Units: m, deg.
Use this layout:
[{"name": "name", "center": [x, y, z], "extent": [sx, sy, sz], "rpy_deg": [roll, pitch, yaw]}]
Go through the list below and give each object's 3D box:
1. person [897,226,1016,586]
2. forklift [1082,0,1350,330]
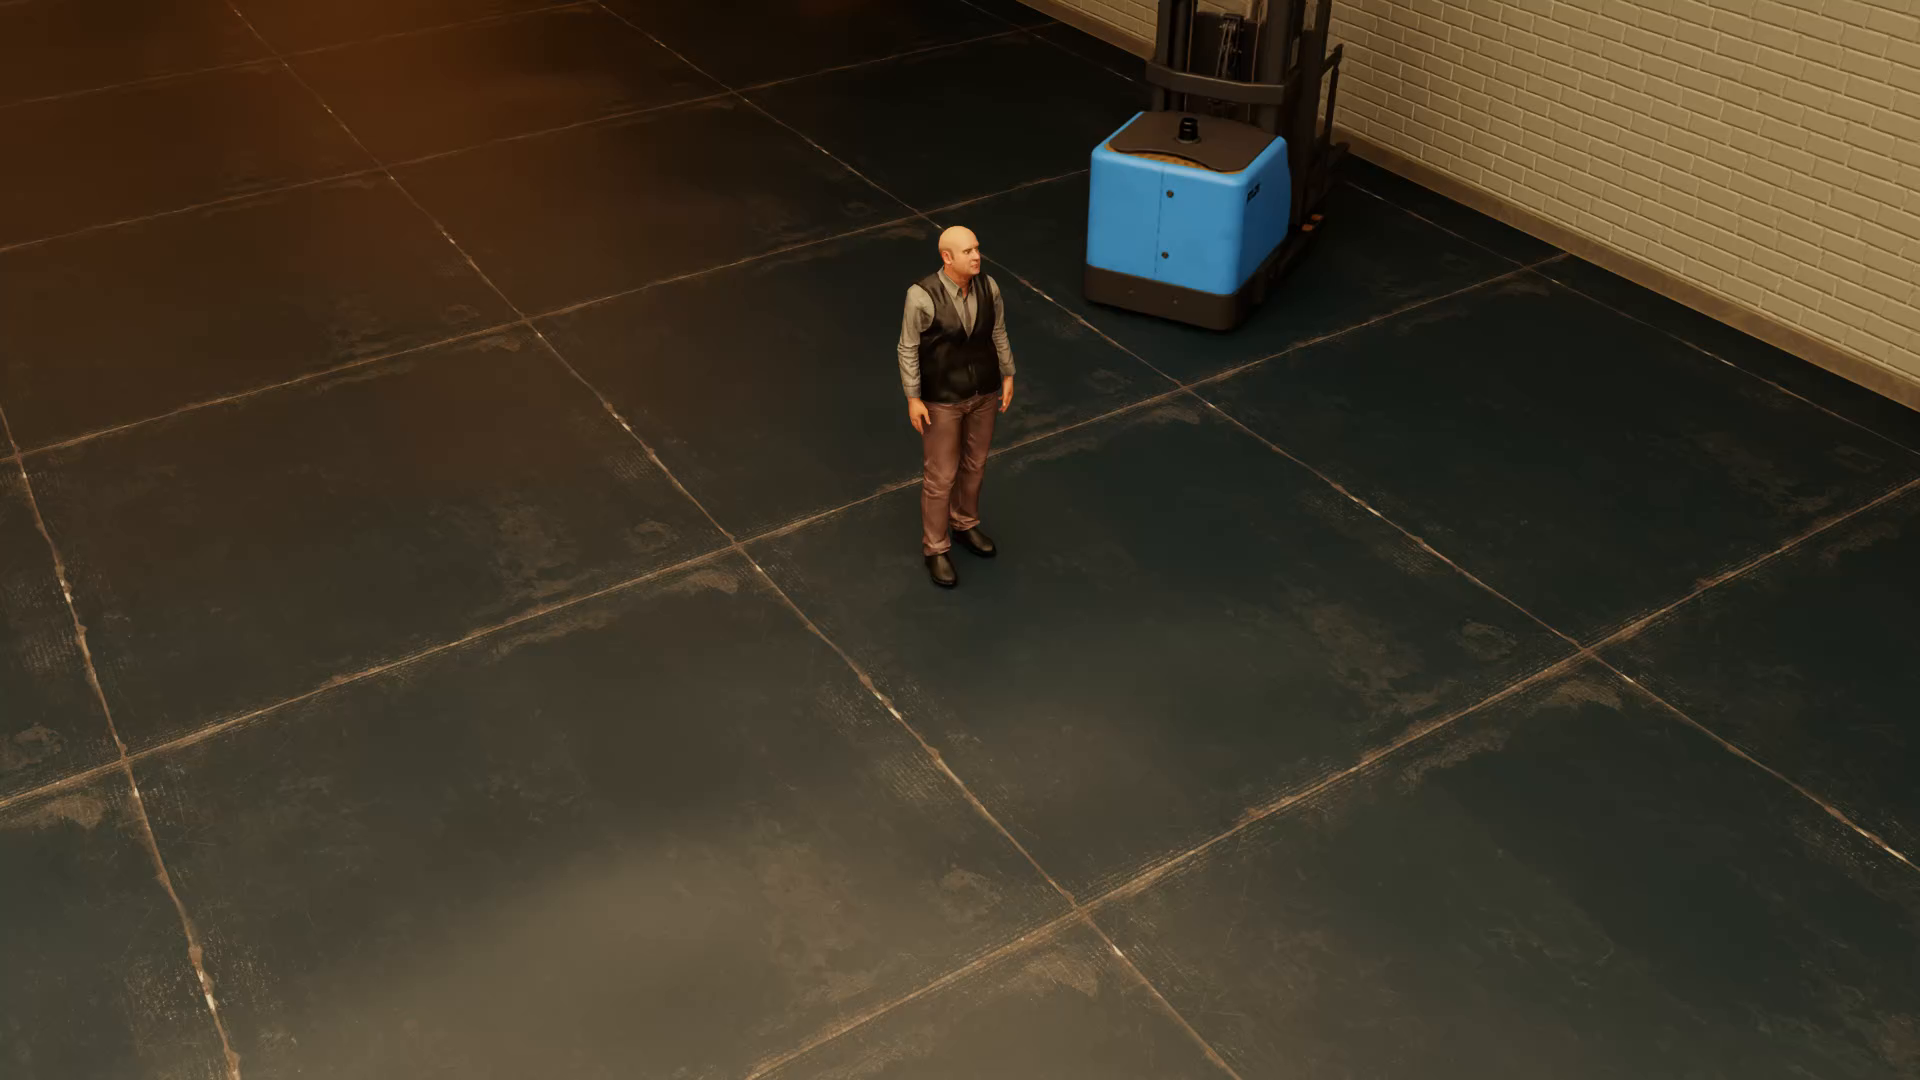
[{"name": "person", "center": [0.028, -0.677, 8.152], "extent": [0.633, 1.722, 0.566], "rpy_deg": [-21, 40, -27]}, {"name": "forklift", "center": [1.938, -3.344, 10.907], "extent": [1.130, 2.935, 3.031], "rpy_deg": [17, 39, 23]}]
